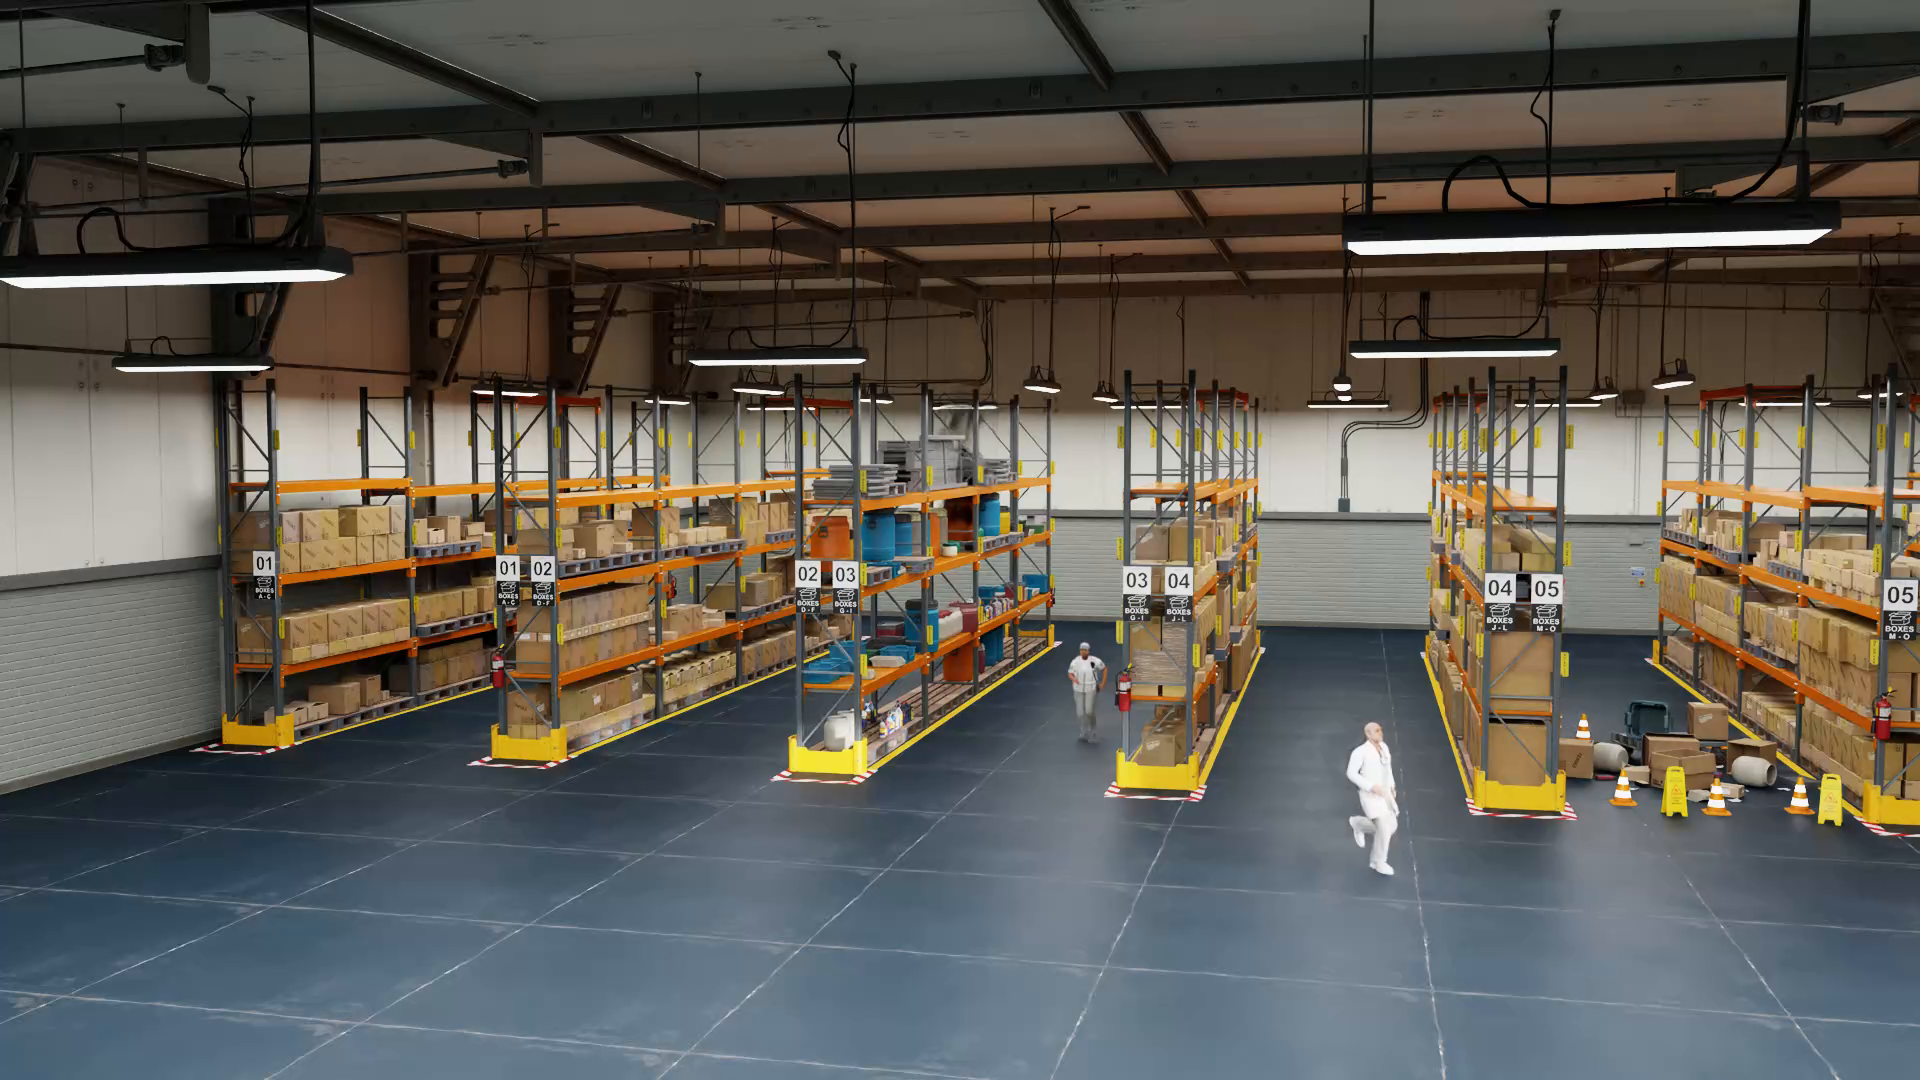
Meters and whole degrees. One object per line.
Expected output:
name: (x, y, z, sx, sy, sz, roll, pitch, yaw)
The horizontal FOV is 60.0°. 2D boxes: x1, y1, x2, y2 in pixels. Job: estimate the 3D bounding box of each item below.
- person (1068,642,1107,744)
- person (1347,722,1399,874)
person: (2.091, 2.543, 27.516, 0.619, 1.711, 0.691, 1, 4, 16)
person: (4.806, 2.986, 19.446, 0.730, 1.723, 0.716, -3, 4, -40)
